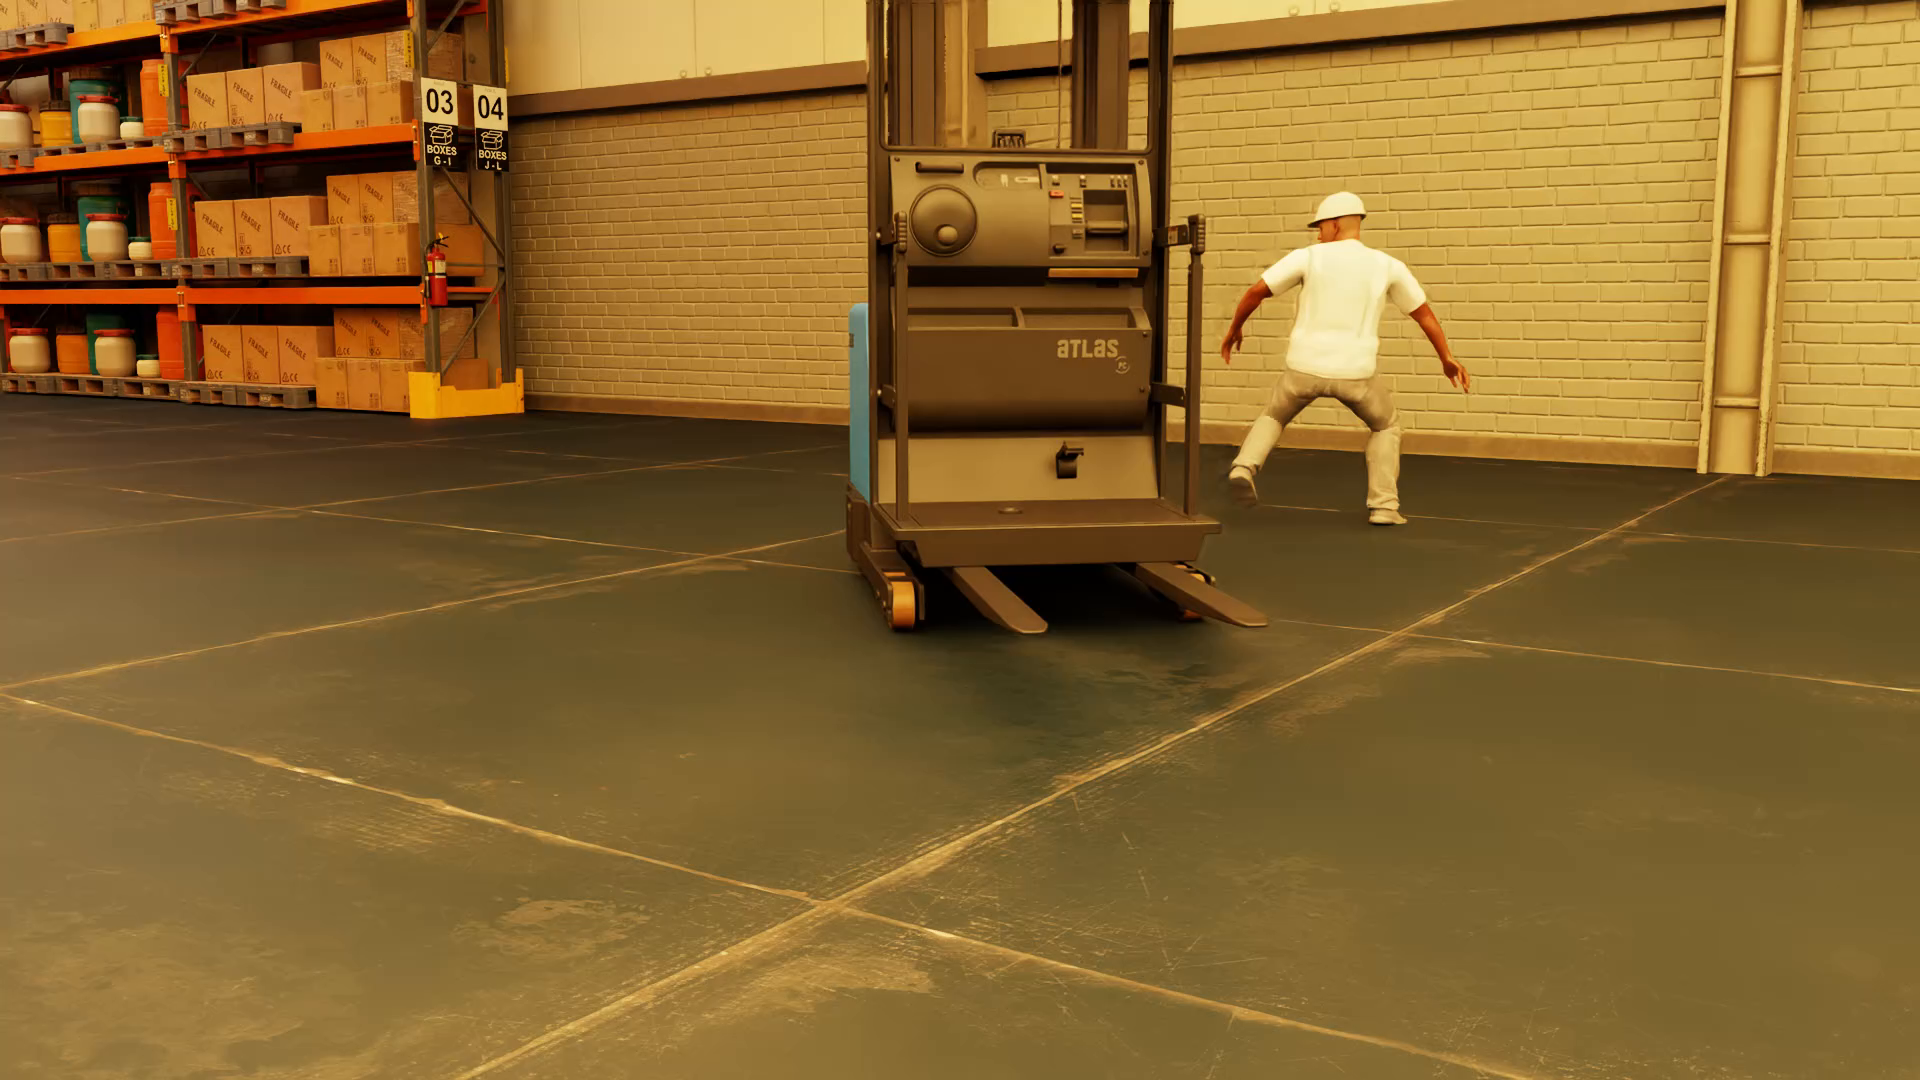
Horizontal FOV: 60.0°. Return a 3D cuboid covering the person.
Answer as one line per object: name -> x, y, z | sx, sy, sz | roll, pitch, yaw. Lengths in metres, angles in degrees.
person -> 1.865, -0.860, 8.090 | 1.181, 1.643, 0.510 | 2, 8, 12

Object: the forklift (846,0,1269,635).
forklift -> 0.254, -1.208, 5.684 | 1.130, 2.935, 3.031 | -1, 8, -9
